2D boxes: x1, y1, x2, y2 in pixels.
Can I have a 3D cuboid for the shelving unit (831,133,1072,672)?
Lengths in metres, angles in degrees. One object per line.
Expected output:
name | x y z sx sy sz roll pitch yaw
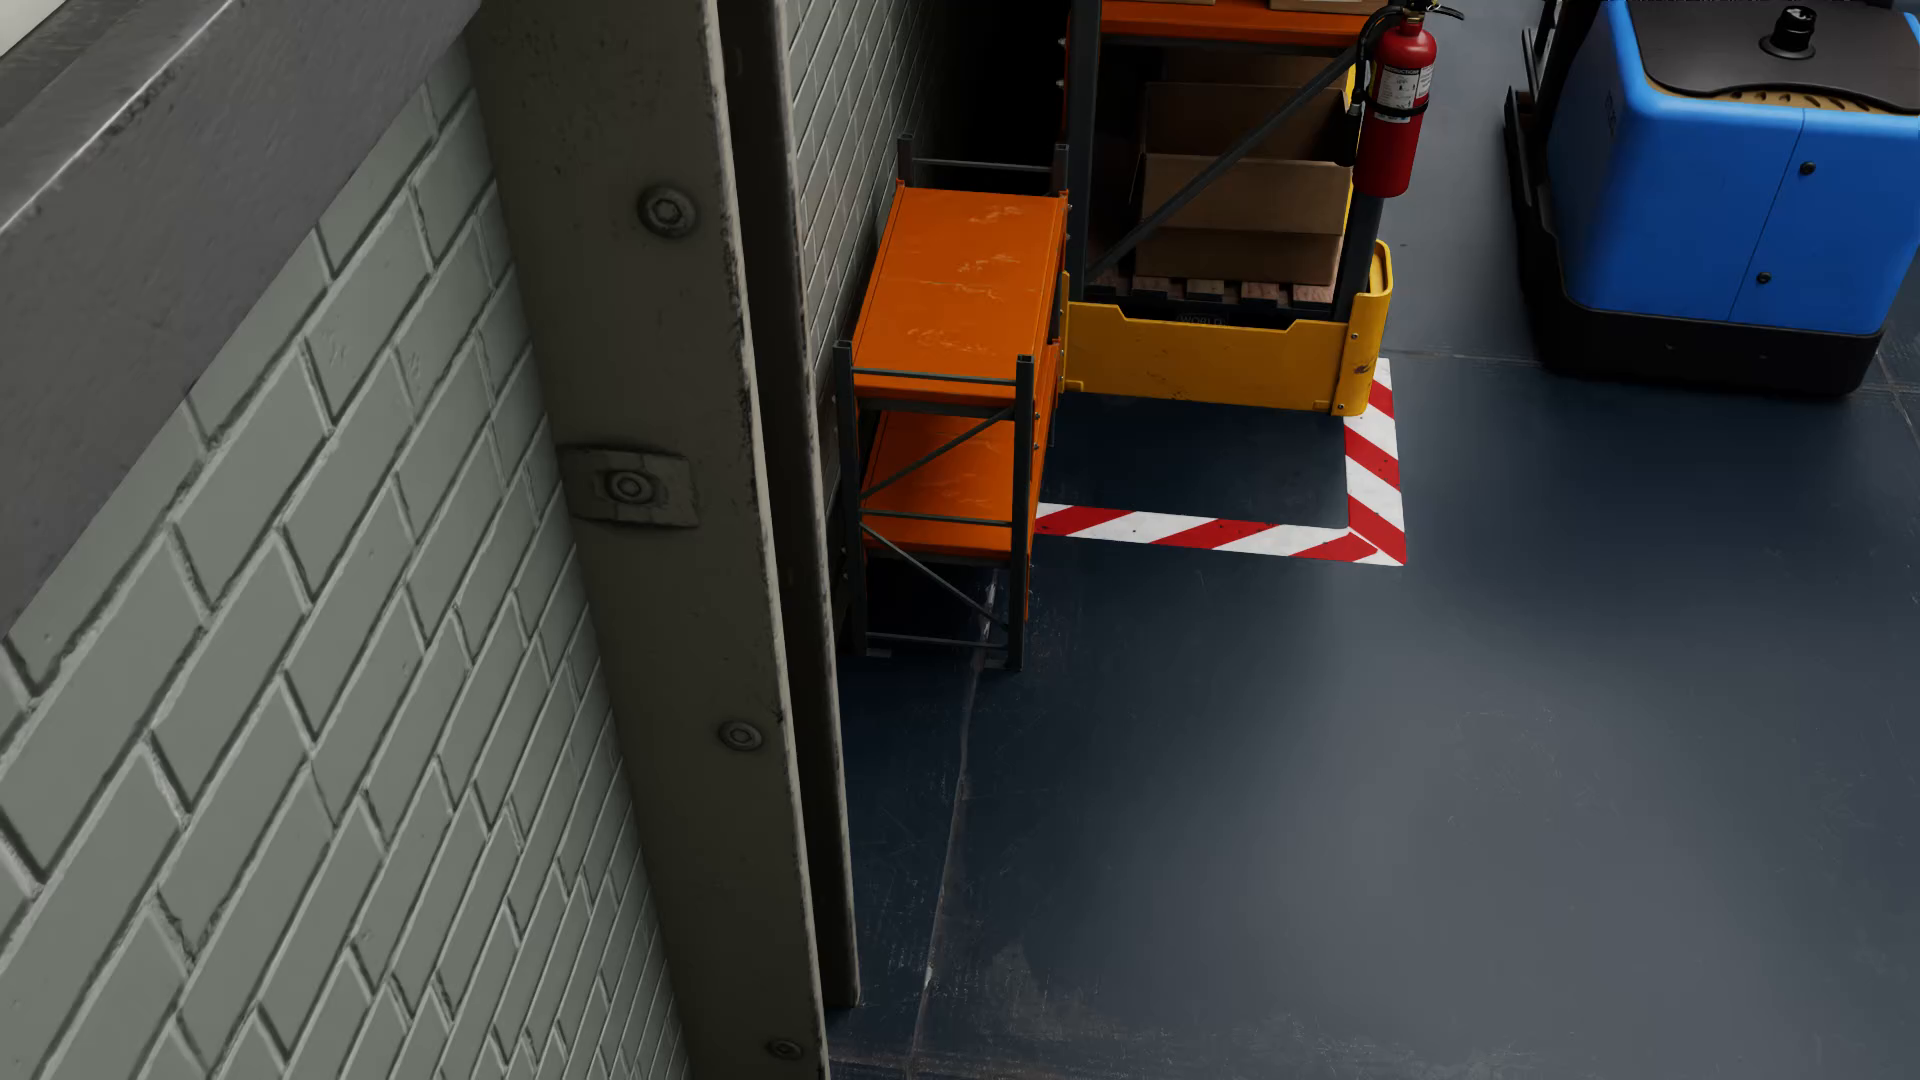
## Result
shelving unit | 0.000 -0.404 4.859 0.538 1.125 1.048 5 44 5

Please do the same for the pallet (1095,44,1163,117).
pallet | 1.106 -2.036 7.247 1.003 0.211 1.213 5 44 6

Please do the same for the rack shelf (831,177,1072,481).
rack shelf | 0.000 -0.617 4.657 0.538 0.278 1.000 5 44 5

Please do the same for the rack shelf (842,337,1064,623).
rack shelf | 0.001 -0.227 5.027 0.538 0.278 1.000 5 44 5

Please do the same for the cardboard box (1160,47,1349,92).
cardboard box | 1.154 -1.856 6.542 0.700 0.500 0.500 7 44 7

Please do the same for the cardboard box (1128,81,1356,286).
cardboard box | 1.002 -1.279 5.929 0.797 0.503 0.637 4 44 4

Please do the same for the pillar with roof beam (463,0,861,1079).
pillar with roof beam | 3.845 -1.656 0.454 9.100 9.000 0.400 5 44 6

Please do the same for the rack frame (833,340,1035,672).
rack frame | -0.066 -0.058 4.493 0.500 1.125 0.032 5 44 5

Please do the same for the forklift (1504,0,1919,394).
forklift | 2.829 -2.585 5.848 1.130 2.935 3.031 7 44 7

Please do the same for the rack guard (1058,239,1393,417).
rack guard | 0.837 -0.768 5.698 1.175 0.500 0.348 5 44 6

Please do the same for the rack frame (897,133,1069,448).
rack frame | 0.067 -0.751 5.225 0.500 1.125 0.032 5 44 5

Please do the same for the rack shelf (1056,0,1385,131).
rack shelf | 1.092 -2.726 6.471 1.077 0.370 4.000 5 44 6

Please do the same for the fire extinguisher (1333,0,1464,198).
fire extinguisher | 1.266 -1.319 4.788 0.296 0.674 0.183 5 44 6

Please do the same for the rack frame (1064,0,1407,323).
rack frame | 0.827 -1.624 4.784 1.000 3.000 0.127 5 44 6

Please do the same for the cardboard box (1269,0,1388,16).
cardboard box | 1.143 -1.732 5.080 0.380 0.149 0.250 5 44 5

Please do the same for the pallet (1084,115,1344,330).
pallet | 0.942 -1.207 6.371 1.003 0.211 1.213 5 44 6

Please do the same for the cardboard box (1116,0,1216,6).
cardboard box | 0.605 -1.783 5.135 0.380 0.149 0.250 5 44 5
